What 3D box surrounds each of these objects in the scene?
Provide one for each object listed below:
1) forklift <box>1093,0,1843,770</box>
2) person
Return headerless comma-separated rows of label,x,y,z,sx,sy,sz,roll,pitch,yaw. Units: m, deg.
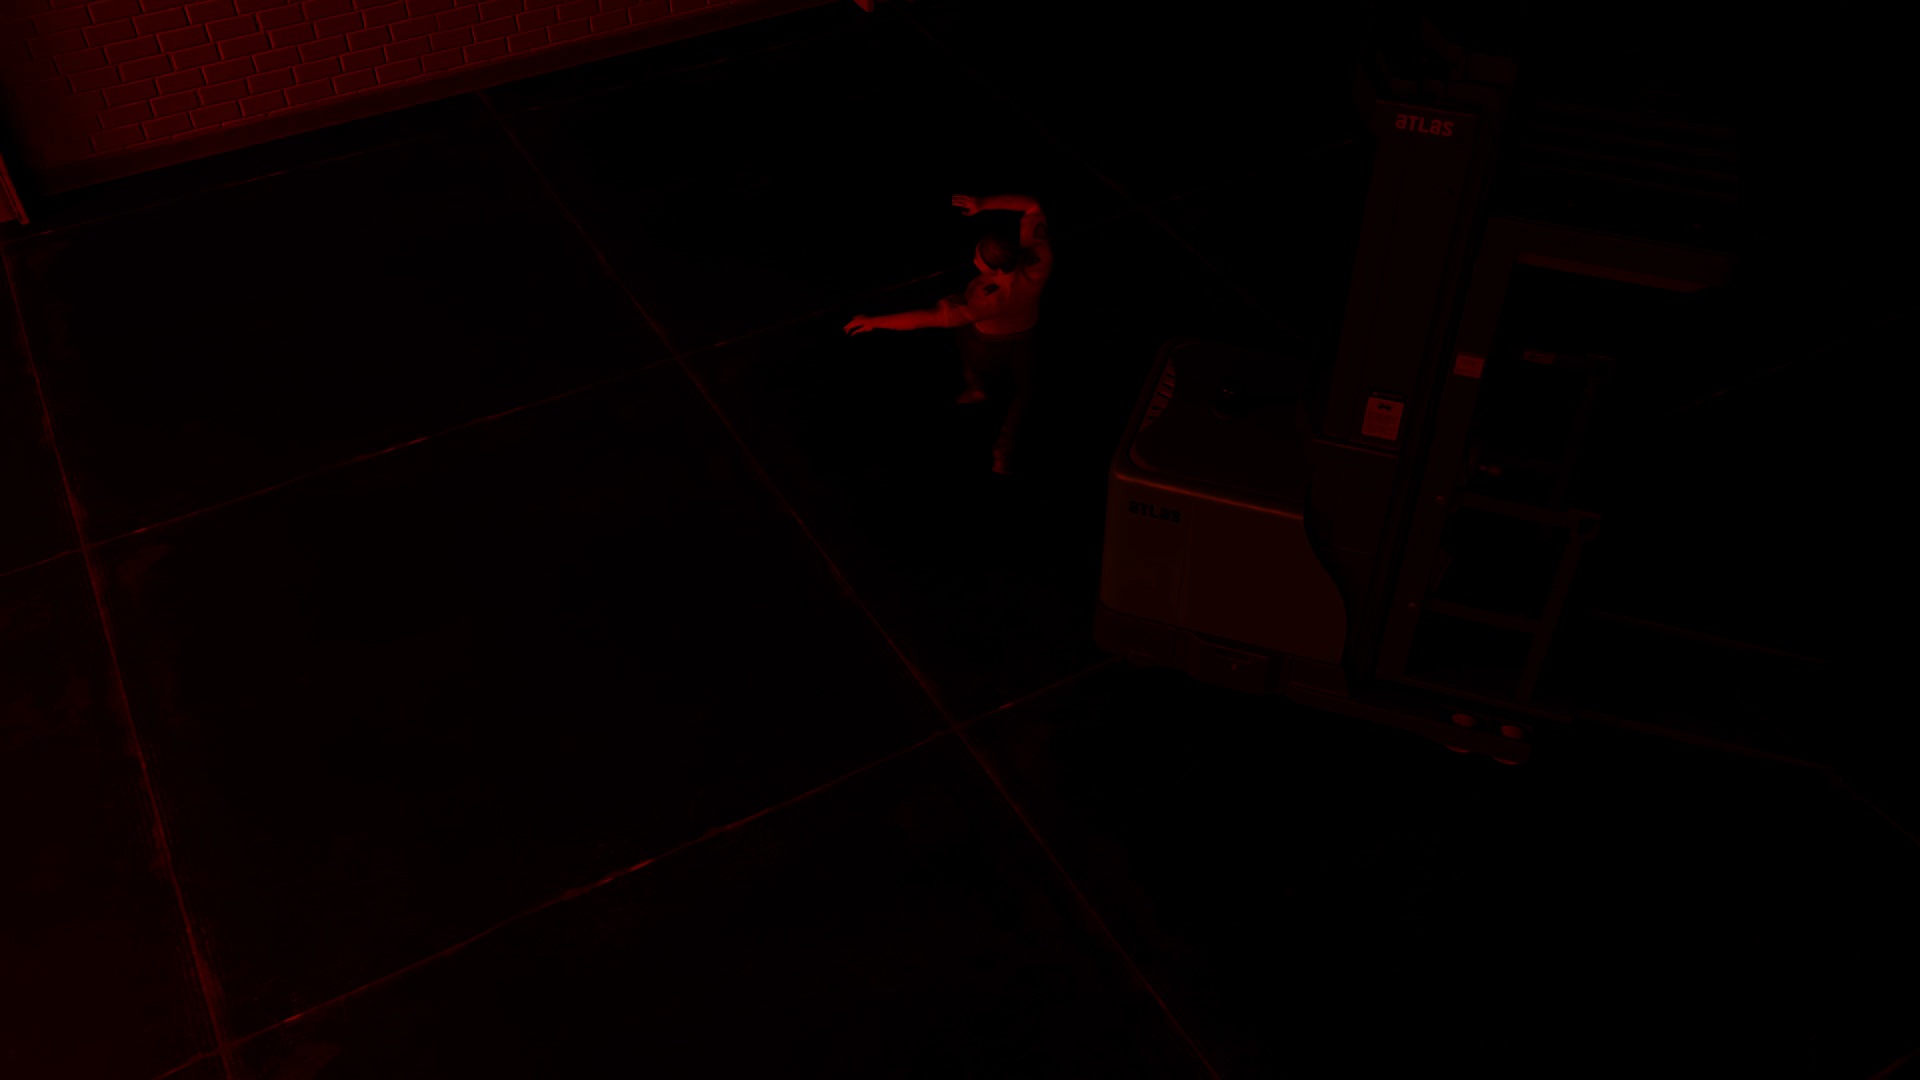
forklift,2.157,-0.559,6.300,3.031,2.935,1.130,13,44,14
person,-0.069,-1.001,7.916,1.003,1.446,0.858,-5,43,-6
